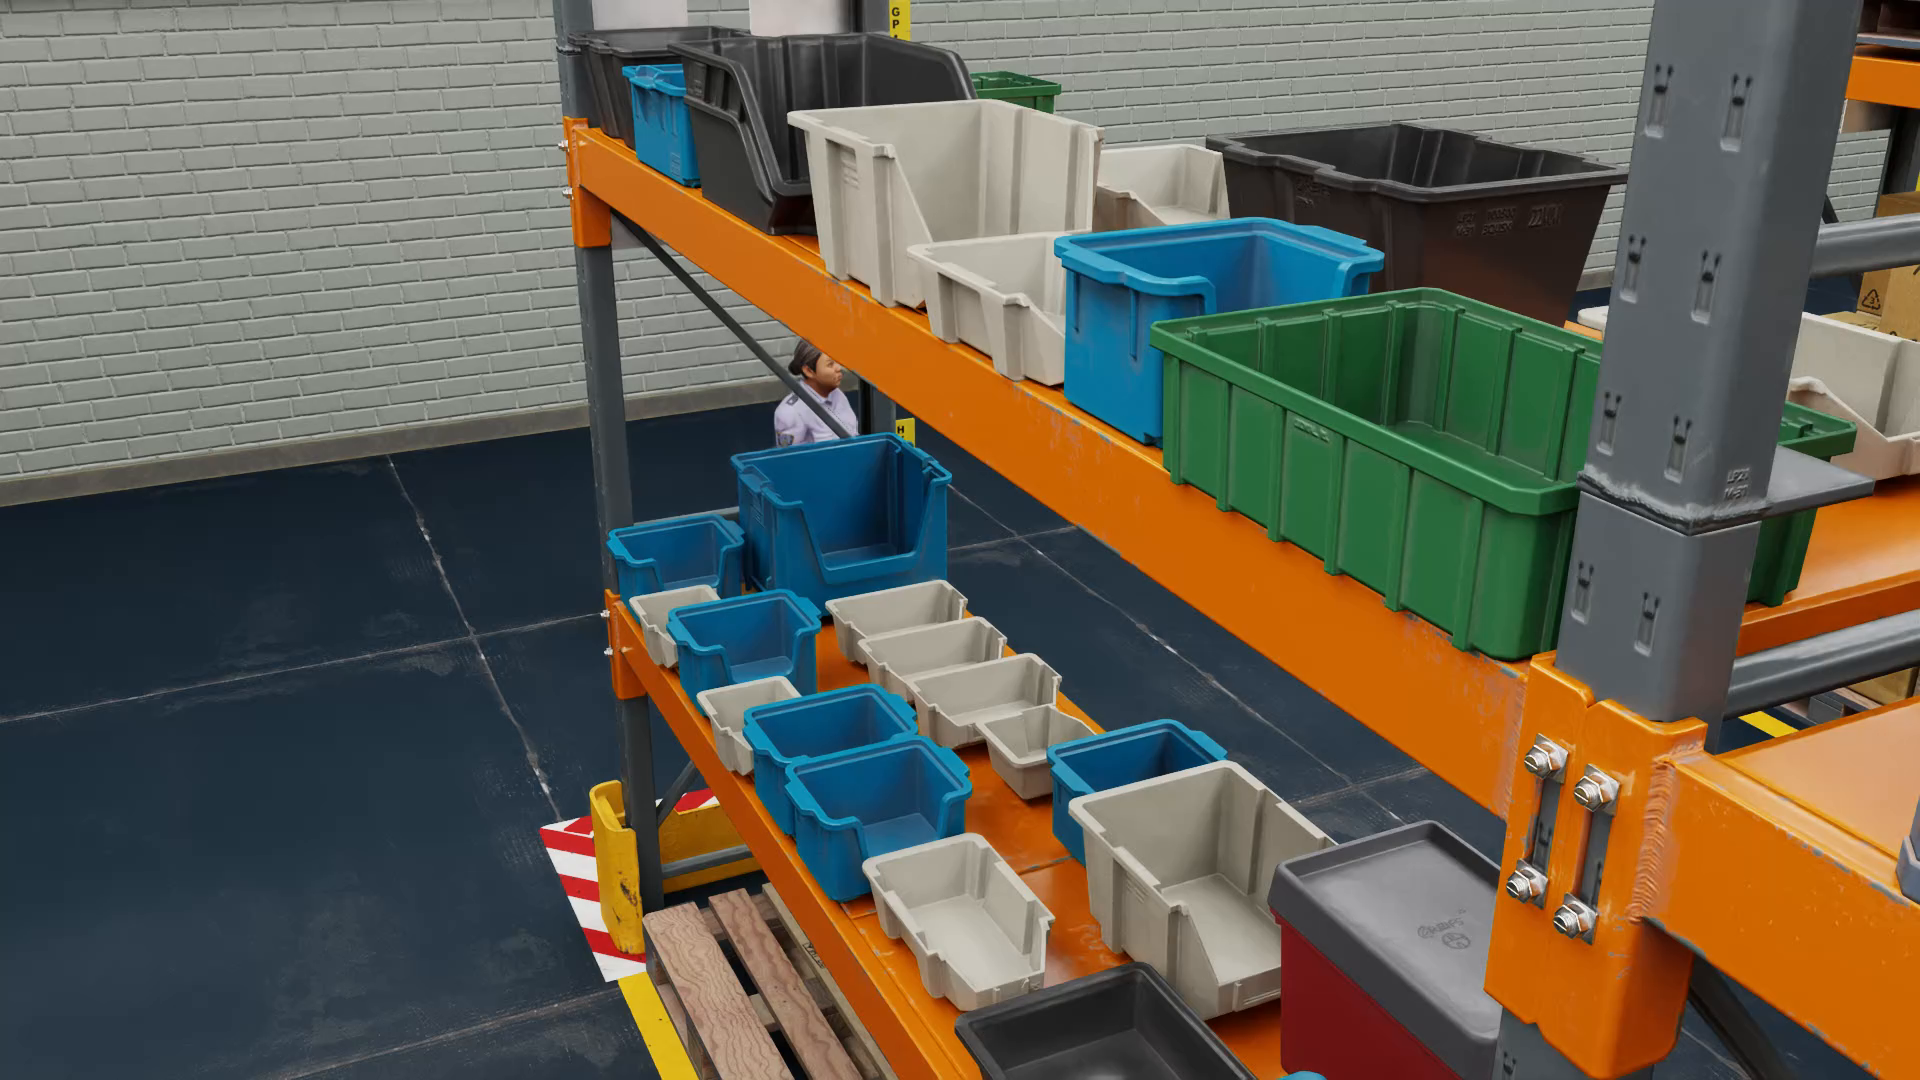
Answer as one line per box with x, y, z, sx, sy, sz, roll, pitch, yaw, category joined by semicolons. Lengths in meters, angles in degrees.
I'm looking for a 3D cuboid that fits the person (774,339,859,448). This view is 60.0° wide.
-0.667;-0.140;7.422;0.807;1.615;0.473;14;26;30;person
